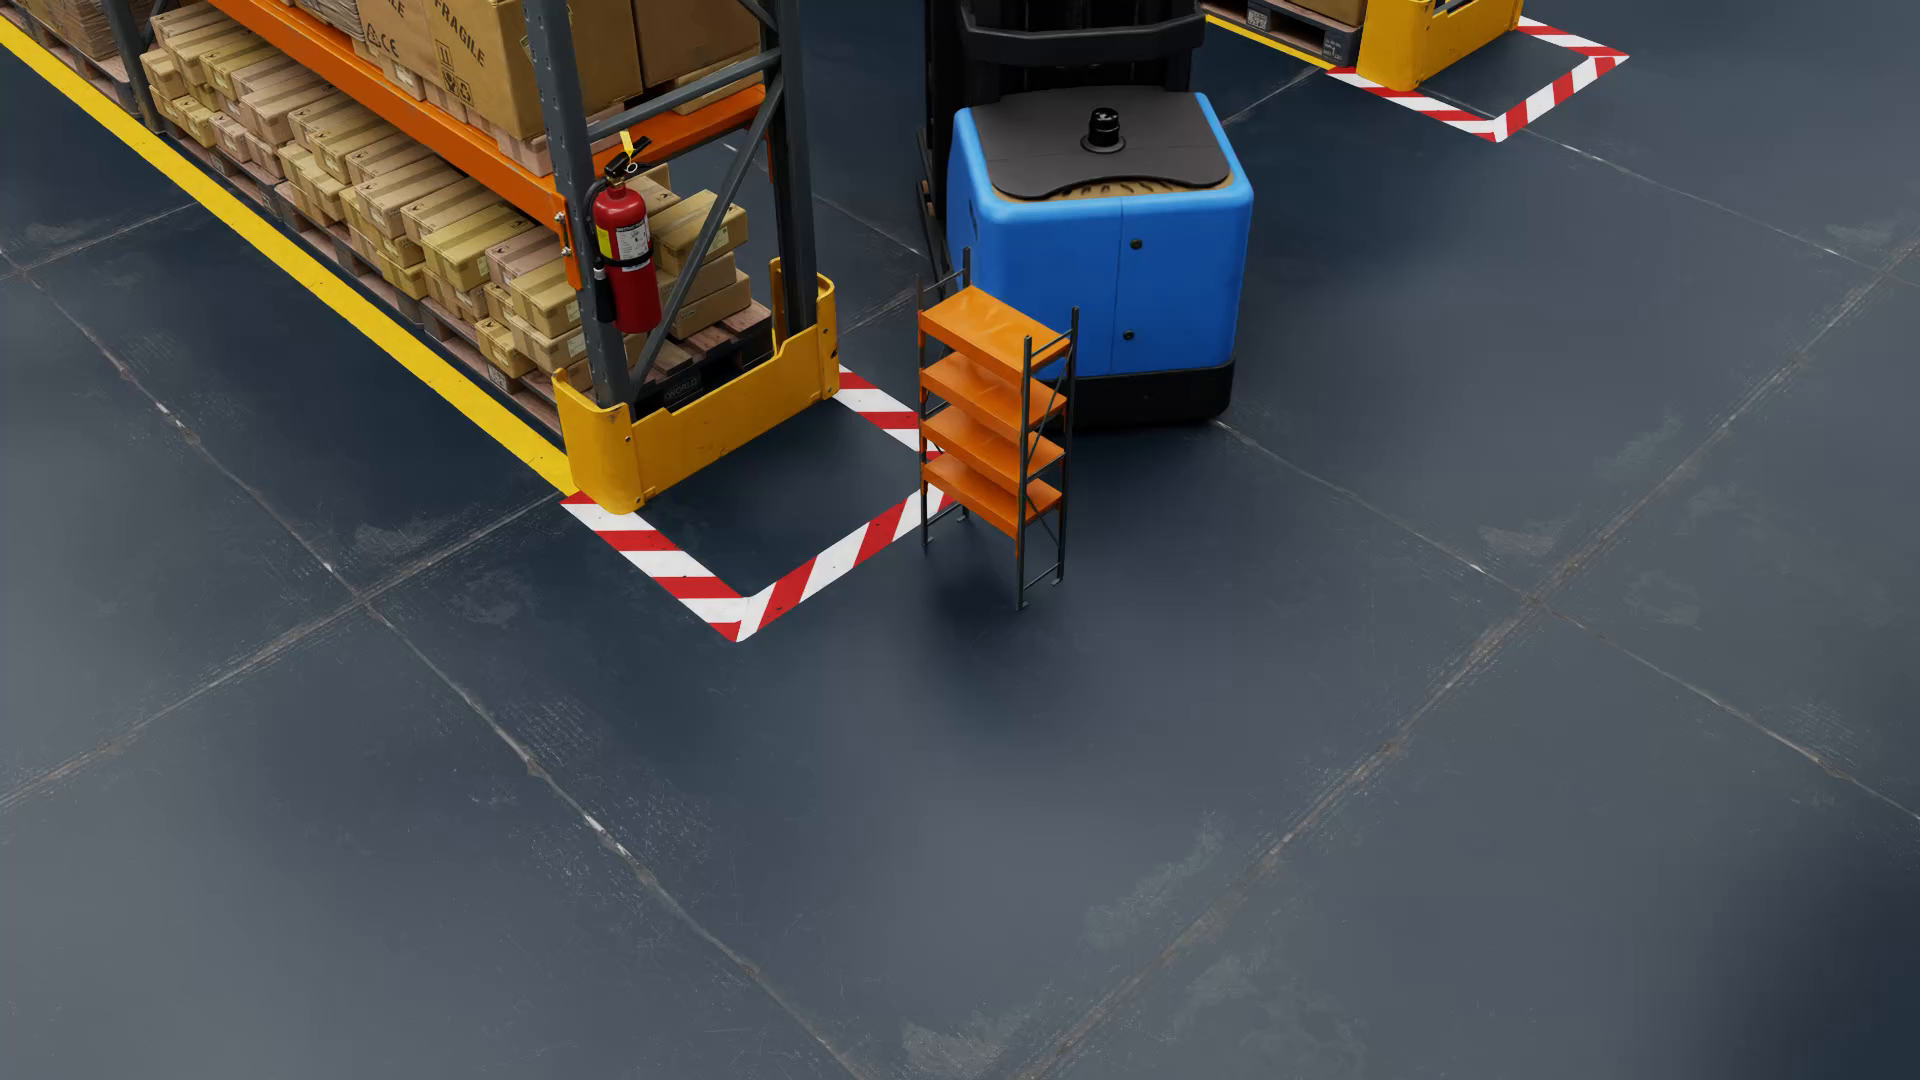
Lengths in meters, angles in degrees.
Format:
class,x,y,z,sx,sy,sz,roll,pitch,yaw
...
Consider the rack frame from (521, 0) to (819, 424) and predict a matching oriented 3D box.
class,x,y,z,sx,sy,sz,roll,pitch,yaw
rack frame,-0.954,-1.505,5.668,1.000,3.000,0.127,-34,53,-31

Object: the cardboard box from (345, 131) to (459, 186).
class,x,y,z,sx,sy,sz,roll,pitch,yaw
cardboard box,-2.391,-1.612,7.137,0.250,0.149,0.380,32,52,30

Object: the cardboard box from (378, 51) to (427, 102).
class,x,y,z,sx,sy,sz,roll,pitch,yaw
cardboard box,-1.918,-1.796,6.168,0.380,0.149,0.250,-33,52,-30

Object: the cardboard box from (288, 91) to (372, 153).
class,x,y,z,sx,sy,sz,roll,pitch,yaw
cardboard box,-2.743,-1.862,7.407,0.250,0.149,0.380,32,51,30

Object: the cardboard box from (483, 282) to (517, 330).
class,x,y,z,sx,sy,sz,roll,pitch,yaw
cardboard box,-1.675,-0.989,6.682,0.250,0.149,0.380,33,52,31

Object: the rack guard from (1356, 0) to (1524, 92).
class,x,y,z,sx,sy,sz,roll,pitch,yaw
rack guard,2.646,-2.904,9.024,1.175,0.500,0.348,-34,53,-31

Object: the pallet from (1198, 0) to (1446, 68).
class,x,y,z,sx,sy,sz,roll,pitch,yaw
pallet,2.009,-3.156,9.510,1.003,0.211,1.213,-34,53,-31

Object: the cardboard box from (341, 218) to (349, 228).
class,x,y,z,sx,sy,sz,roll,pitch,yaw
cardboard box,-2.564,-1.511,7.467,0.380,0.149,0.250,-33,52,-30

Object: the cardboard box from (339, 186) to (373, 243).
class,x,y,z,sx,sy,sz,roll,pitch,yaw
cardboard box,-2.440,-1.462,7.193,0.380,0.149,0.250,-31,51,-29

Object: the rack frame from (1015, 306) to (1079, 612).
class,x,y,z,sx,sy,sz,roll,pitch,yaw
rack frame,0.289,-0.244,5.630,0.240,1.200,0.015,-34,53,-31

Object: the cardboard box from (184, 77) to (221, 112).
class,x,y,z,sx,sy,sz,roll,pitch,yaw
cardboard box,-3.507,-2.237,8.033,0.380,0.149,0.250,-34,52,-31

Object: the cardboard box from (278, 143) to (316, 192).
class,x,y,z,sx,sy,sz,roll,pitch,yaw
cardboard box,-2.810,-1.711,7.464,0.250,0.149,0.380,34,52,31

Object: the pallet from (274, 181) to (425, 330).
class,x,y,z,sx,sy,sz,roll,pitch,yaw
pallet,-2.413,-1.510,7.729,1.003,0.211,1.213,-34,53,-31

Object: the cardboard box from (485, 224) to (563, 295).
class,x,y,z,sx,sy,sz,roll,pitch,yaw
cardboard box,-1.644,-1.112,6.596,0.380,0.149,0.250,-33,52,-31

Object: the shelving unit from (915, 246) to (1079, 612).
class,x,y,z,sx,sy,sz,roll,pitch,yaw
shelving unit,0.117,-0.361,5.757,0.258,1.200,0.503,-34,53,-31

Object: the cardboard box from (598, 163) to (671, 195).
class,x,y,z,sx,sy,sz,roll,pitch,yaw
cardboard box,-1.450,-1.502,7.018,0.250,0.149,0.380,34,53,31

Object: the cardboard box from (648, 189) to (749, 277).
class,x,y,z,sx,sy,sz,roll,pitch,yaw
cardboard box,-1.083,-1.245,6.740,0.250,0.149,0.380,32,51,30

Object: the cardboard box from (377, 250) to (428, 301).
class,x,y,z,sx,sy,sz,roll,pitch,yaw
cardboard box,-2.260,-1.213,7.144,0.250,0.149,0.380,32,51,30

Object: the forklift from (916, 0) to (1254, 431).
class,x,y,z,sx,sy,sz,roll,pitch,yaw
forklift,0.390,-2.502,6.798,1.130,2.935,3.031,-5,43,-6

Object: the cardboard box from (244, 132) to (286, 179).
class,x,y,z,sx,sy,sz,roll,pitch,yaw
cardboard box,-3.134,-1.885,7.870,0.250,0.149,0.380,33,52,31

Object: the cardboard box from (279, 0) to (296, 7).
class,x,y,z,sx,sy,sz,roll,pitch,yaw
cardboard box,-2.624,-2.325,6.741,0.380,0.149,0.250,-32,52,-30

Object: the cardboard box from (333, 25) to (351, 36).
class,x,y,z,sx,sy,sz,roll,pitch,yaw
cardboard box,-2.231,-2.095,6.492,0.250,0.149,0.380,32,51,30

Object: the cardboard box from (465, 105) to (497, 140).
class,x,y,z,sx,sy,sz,roll,pitch,yaw
cardboard box,-1.533,-1.571,5.925,0.250,0.149,0.380,34,53,31

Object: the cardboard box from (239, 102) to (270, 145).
class,x,y,z,sx,sy,sz,roll,pitch,yaw
cardboard box,-3.121,-2.006,7.783,0.250,0.149,0.380,32,51,30

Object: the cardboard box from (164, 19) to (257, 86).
class,x,y,z,sx,sy,sz,roll,pitch,yaw
cardboard box,-3.529,-2.327,7.911,0.380,0.149,0.250,-31,51,-29

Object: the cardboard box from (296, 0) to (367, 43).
class,x,y,z,sx,sy,sz,roll,pitch,yaw
cardboard box,-2.178,-2.232,6.163,0.500,0.500,0.500,-34,52,-31

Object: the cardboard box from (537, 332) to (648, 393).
class,x,y,z,sx,sy,sz,roll,pitch,yaw
cardboard box,-1.473,-0.765,6.659,0.380,0.149,0.250,-33,52,-31

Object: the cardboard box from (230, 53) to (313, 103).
class,x,y,z,sx,sy,sz,roll,pitch,yaw
cardboard box,-3.116,-2.115,7.681,0.250,0.149,0.380,33,52,30

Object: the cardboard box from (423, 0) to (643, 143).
class,x,y,z,sx,sy,sz,roll,pitch,yaw
cardboard box,-1.453,-1.743,5.633,0.500,0.500,0.500,-33,52,-31

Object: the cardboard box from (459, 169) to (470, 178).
class,x,y,z,sx,sy,sz,roll,pitch,yaw
cardboard box,-2.111,-1.697,7.449,0.380,0.149,0.250,-31,51,-29

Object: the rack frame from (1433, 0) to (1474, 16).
class,x,y,z,sx,sy,sz,roll,pitch,yaw
rack frame,2.629,-3.833,8.188,1.000,3.000,0.127,-34,53,-31

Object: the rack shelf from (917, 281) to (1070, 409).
class,x,y,z,sx,sy,sz,roll,pitch,yaw
rack shelf,0.117,-0.650,5.490,0.258,0.148,0.480,-34,53,-31

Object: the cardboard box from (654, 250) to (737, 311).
class,x,y,z,sx,sy,sz,roll,pitch,yaw
cardboard box,-1.142,-1.096,6.798,0.380,0.149,0.250,-32,51,-30

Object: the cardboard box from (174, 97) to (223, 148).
class,x,y,z,sx,sy,sz,roll,pitch,yaw
cardboard box,-3.561,-2.077,8.079,0.380,0.149,0.250,-33,52,-30

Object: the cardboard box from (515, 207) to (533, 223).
class,x,y,z,sx,sy,sz,roll,pitch,yaw
cardboard box,-2.014,-1.265,6.981,0.250,0.149,0.380,34,52,31

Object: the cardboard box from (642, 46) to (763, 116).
class,x,y,z,sx,sy,sz,roll,pitch,yaw
cardboard box,-0.950,-1.725,6.092,0.250,0.149,0.380,34,52,31

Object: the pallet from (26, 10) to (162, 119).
class,x,y,z,sx,sy,sz,roll,pitch,yaw
pallet,-4.329,-2.776,9.099,1.003,0.211,1.213,-34,53,-31

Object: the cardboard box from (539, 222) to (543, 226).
class,x,y,z,sx,sy,sz,roll,pitch,yaw
cardboard box,-1.623,-1.395,7.341,0.380,0.149,0.250,-33,52,-31

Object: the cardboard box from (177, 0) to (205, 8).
class,x,y,z,sx,sy,sz,roll,pitch,yaw
cardboard box,-4.113,-3.145,8.976,0.500,0.500,0.500,-32,51,-30

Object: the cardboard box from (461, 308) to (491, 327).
class,x,y,z,sx,sy,sz,roll,pitch,yaw
cardboard box,-1.852,-1.008,6.922,0.250,0.149,0.380,34,52,31

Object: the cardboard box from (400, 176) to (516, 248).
class,x,y,z,sx,sy,sz,roll,pitch,yaw
cardboard box,-2.055,-1.330,6.832,0.250,0.149,0.380,32,52,30

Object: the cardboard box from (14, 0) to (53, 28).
class,x,y,z,sx,sy,sz,roll,pitch,yaw
cardboard box,-4.842,-3.144,8.975,0.500,0.500,0.500,33,52,30

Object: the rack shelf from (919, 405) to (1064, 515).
class,x,y,z,sx,sy,sz,roll,pitch,yaw
rack shelf,0.117,-0.312,5.802,0.258,0.148,0.480,-34,53,-31
